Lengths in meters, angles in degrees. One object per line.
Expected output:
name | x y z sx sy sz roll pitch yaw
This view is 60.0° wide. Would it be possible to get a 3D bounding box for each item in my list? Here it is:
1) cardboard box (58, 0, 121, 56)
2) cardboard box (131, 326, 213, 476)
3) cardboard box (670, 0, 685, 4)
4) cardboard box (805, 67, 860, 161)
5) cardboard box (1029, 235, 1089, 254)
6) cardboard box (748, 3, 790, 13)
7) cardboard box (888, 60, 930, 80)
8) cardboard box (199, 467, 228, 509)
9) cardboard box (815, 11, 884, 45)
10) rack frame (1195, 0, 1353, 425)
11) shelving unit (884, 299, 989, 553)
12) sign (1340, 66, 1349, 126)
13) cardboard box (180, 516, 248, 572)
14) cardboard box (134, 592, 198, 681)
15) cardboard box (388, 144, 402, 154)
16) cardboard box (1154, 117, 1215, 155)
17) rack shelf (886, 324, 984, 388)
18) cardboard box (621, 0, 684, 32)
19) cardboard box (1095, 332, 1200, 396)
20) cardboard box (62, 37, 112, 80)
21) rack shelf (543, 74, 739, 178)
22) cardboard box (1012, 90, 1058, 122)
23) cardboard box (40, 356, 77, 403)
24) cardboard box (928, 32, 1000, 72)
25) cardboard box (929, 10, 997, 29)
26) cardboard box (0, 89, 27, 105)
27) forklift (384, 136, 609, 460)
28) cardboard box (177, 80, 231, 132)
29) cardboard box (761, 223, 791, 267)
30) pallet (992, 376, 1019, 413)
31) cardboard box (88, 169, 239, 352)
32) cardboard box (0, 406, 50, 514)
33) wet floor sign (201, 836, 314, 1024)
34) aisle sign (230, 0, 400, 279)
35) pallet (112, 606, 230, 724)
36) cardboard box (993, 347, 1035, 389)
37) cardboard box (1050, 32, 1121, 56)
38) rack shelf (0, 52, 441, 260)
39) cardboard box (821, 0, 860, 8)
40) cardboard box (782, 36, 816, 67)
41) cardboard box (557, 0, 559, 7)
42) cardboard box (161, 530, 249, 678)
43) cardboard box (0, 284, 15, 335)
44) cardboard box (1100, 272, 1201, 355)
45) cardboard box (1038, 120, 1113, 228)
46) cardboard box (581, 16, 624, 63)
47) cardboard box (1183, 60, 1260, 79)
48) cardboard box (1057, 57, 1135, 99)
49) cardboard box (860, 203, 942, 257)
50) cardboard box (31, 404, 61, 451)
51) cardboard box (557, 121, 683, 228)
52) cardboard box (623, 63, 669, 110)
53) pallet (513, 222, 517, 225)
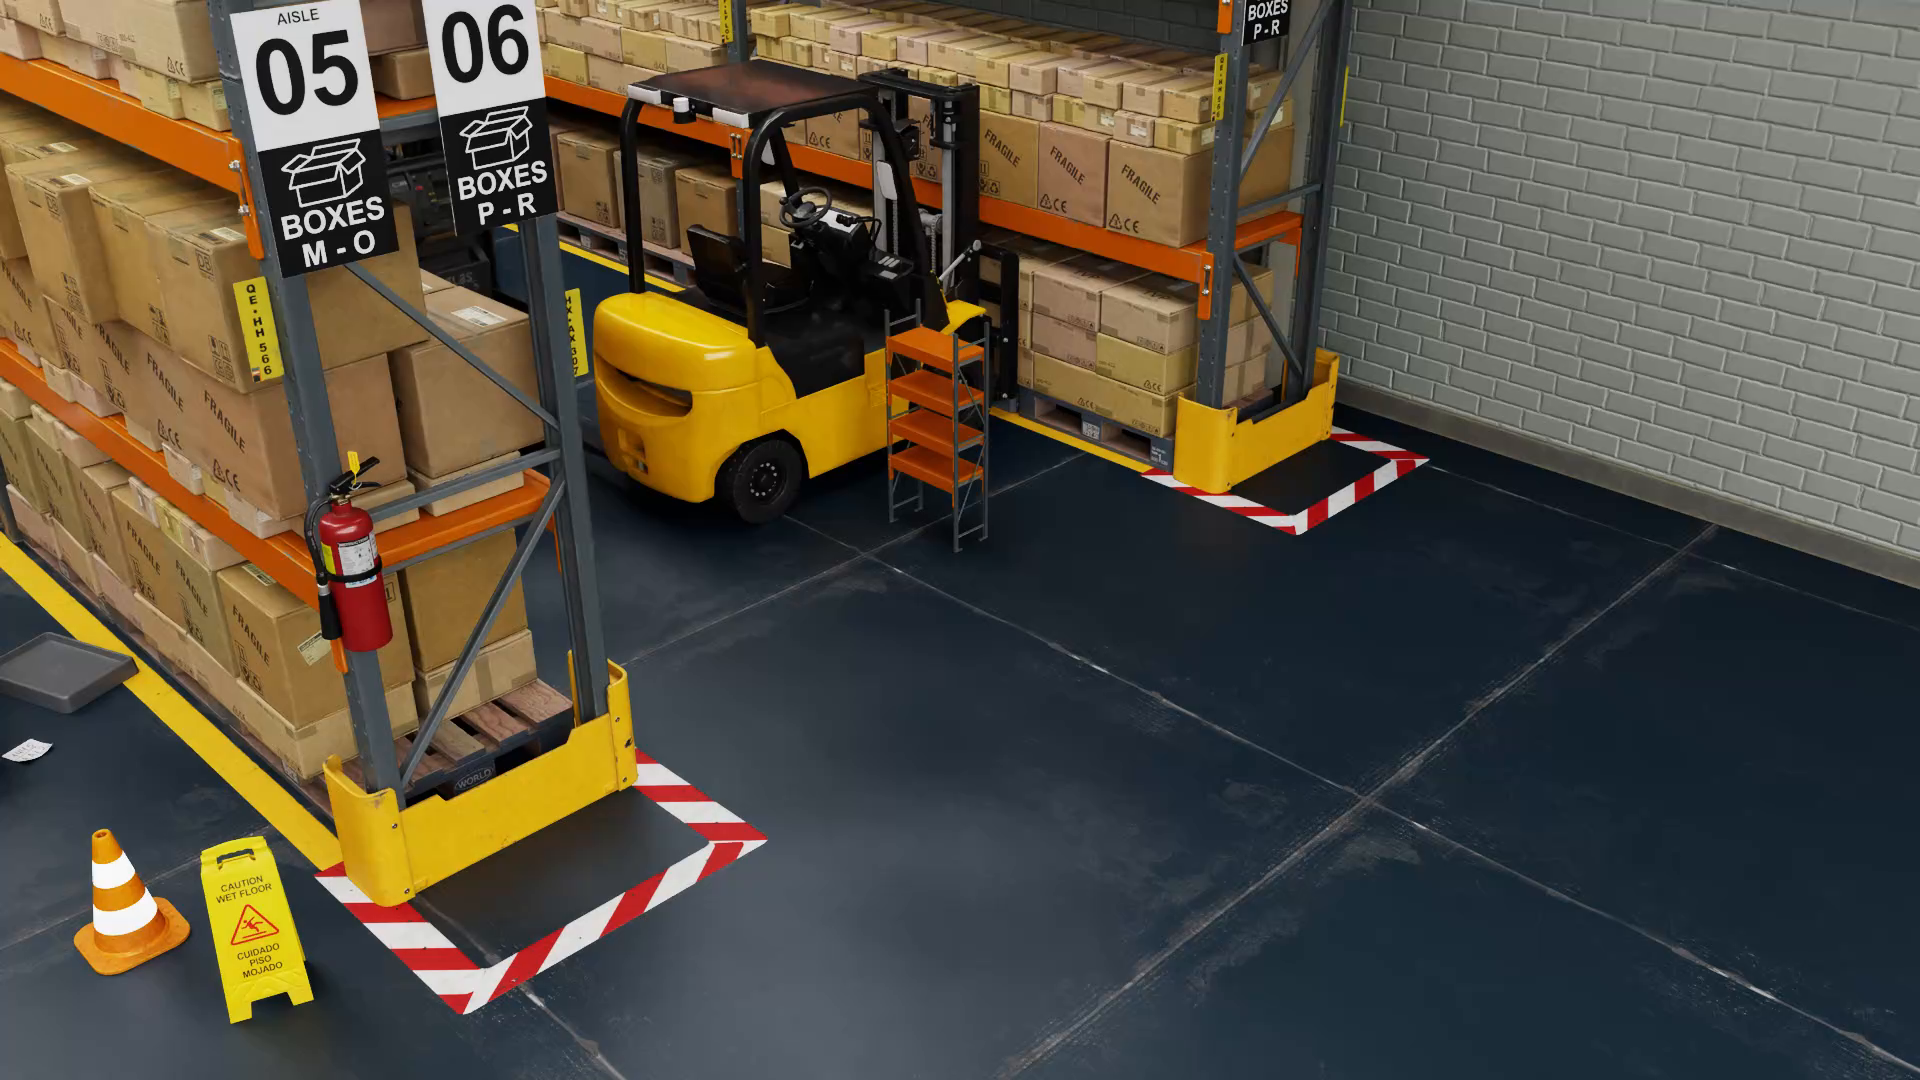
cardboard box | -2.685 -1.820 5.606 0.500 0.250 0.500 24 36 38
cardboard box | -2.717 -0.607 6.254 0.500 0.500 0.500 25 36 38
cardboard box | -1.947 -4.004 12.337 0.250 0.149 0.380 25 36 38
cardboard box | -0.642 -2.782 10.711 0.500 0.500 0.500 -25 36 -38
cardboard box | 0.776 -1.788 10.357 0.500 0.250 0.500 24 36 38
cardboard box | -1.258 -3.651 11.666 0.250 0.149 0.380 24 36 37
cardboard box | -0.223 -2.847 10.136 0.250 0.149 0.380 23 36 37
cardboard box | -2.626 -0.257 6.285 0.250 0.149 0.380 24 36 38
cardboard box | -0.701 -3.259 10.600 0.250 0.149 0.380 24 36 37
rack frame | 1.694 -1.829 9.005 0.127 3.000 1.000 25 36 38
shelving unit | -0.118 -0.585 8.573 0.503 1.200 0.258 25 36 38
sign | 2.088 -2.429 9.131 0.005 0.325 0.100 25 36 38
cardboard box | -2.846 -0.040 6.604 0.380 0.149 0.250 -24 36 -38
cardboard box | -3.289 0.336 7.391 0.500 0.250 0.500 23 35 37
cardboard box | -4.812 -3.752 14.897 0.500 0.500 0.500 24 36 38
cardboard box | 1.251 -2.180 8.869 0.380 0.149 0.250 -25 36 -38
rack shelf | -0.118 -0.933 8.391 0.480 0.148 0.258 25 36 38
cardboard box | -2.172 -3.720 11.798 0.250 0.149 0.380 23 36 37
cardboard box | 1.128 -1.074 9.535 0.500 0.250 0.500 24 36 38
cardboard box | -2.945 -1.759 5.919 0.250 0.149 0.380 24 36 38
rack shelf | -2.584 -3.468 12.895 4.000 0.370 1.077 25 36 38
cardboard box | 0.513 -2.515 9.505 0.250 0.149 0.380 23 36 37
cardboard box | -3.730 -0.744 7.212 0.250 0.149 0.380 25 37 39
cardboard box | 0.026 -2.925 9.965 0.250 0.149 0.380 25 37 39
cardboard box | 0.023 -3.263 10.609 0.250 0.149 0.380 24 36 38
cardboard box | -4.125 -1.714 7.286 0.500 0.500 0.700 25 37 39
forklift | -2.983 -1.874 9.165 3.031 2.935 1.130 24 36 38
cardboard box | -2.234 -1.420 5.275 0.250 0.149 0.380 25 37 39
cardboard box | -1.030 -2.064 11.418 0.500 0.250 0.500 24 36 38
pallet | 0.254 -1.228 10.859 1.213 0.211 1.003 25 36 38
cardboard box | -2.656 -1.060 6.042 0.700 0.500 0.500 -25 37 -39
cardboard box | -4.404 -0.504 8.183 0.500 0.500 0.500 -23 36 -37
wet floor sign | -2.398 1.279 5.624 0.267 0.644 0.232 -13 30 -22
aisle sign | -1.942 -1.214 5.043 0.004 0.787 0.394 25 36 38
pallet | -3.258 0.354 7.849 1.213 0.211 1.003 25 36 38
cardboard box | 0.439 -1.178 10.270 0.500 0.250 0.500 -25 37 -39
cardboard box | 0.754 -2.932 9.979 0.250 0.149 0.380 24 36 37
rack shelf | -3.209 -1.842 6.580 4.000 0.370 1.077 25 36 38
cardboard box | -0.719 -3.593 11.236 0.250 0.149 0.380 25 36 38
cardboard box | -0.929 -3.190 10.789 0.380 0.149 0.250 -24 36 -38
cardboard box | -2.809 -4.098 12.516 0.250 0.149 0.380 25 36 38
cardboard box | -2.912 0.175 6.891 0.500 0.500 0.500 -24 36 -37
cardboard box | -4.143 -1.269 7.513 0.500 0.500 0.500 24 36 38
cardboard box | 1.147 -1.287 9.403 0.500 0.250 0.500 -24 36 -38
cardboard box | 0.796 -2.119 9.449 0.500 0.500 0.500 -24 36 -38
cardboard box | -2.420 -3.698 12.184 0.500 0.250 0.500 -24 36 -38
cardboard box | 1.459 -2.580 9.309 0.380 0.149 0.250 -24 36 -38
cardboard box | 0.762 -2.591 9.331 0.250 0.149 0.380 25 37 39
cardboard box | -0.313 -1.954 10.673 0.500 0.250 0.500 -24 36 -38
cardboard box | -3.989 -0.563 7.599 0.380 0.149 0.250 -24 36 -37
cardboard box | -2.623 -2.935 13.210 0.625 0.625 0.875 23 35 36
cardboard box | -2.063 -3.307 11.978 0.500 0.250 0.500 24 36 38
pallet | -3.451 -2.923 14.082 1.213 0.211 1.003 25 36 38
